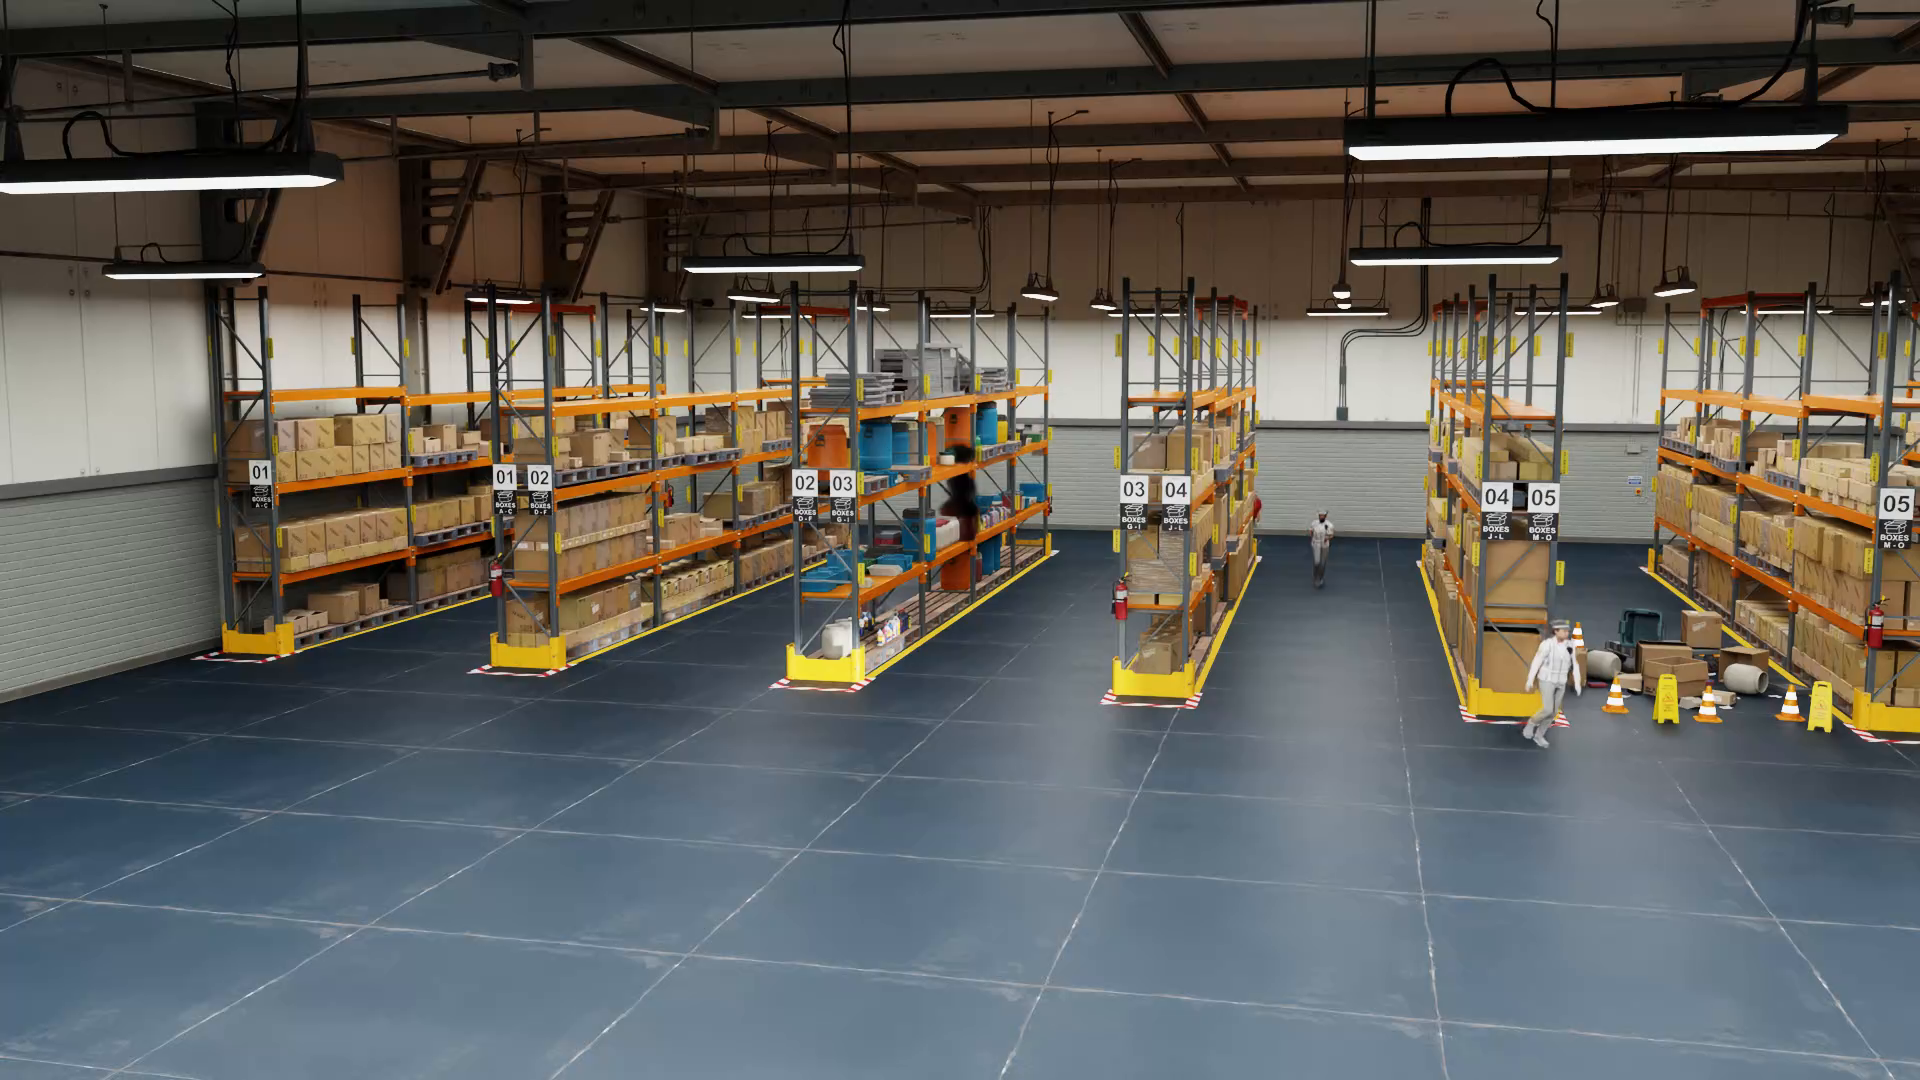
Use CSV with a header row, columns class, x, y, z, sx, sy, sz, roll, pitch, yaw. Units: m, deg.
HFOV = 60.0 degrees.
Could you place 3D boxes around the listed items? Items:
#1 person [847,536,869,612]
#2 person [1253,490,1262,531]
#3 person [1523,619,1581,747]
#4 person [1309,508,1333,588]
class,x,y,z,sx,sy,sz,roll,pitch,yaw
person,-1.879,0.700,30.438,0.516,1.612,0.905,3,7,22
person,7.005,-0.448,40.623,0.660,1.585,0.886,-3,7,-24
person,7.459,1.793,20.914,0.600,1.660,0.539,-2,7,-14
person,7.608,0.169,34.999,0.467,1.706,0.804,1,7,5
